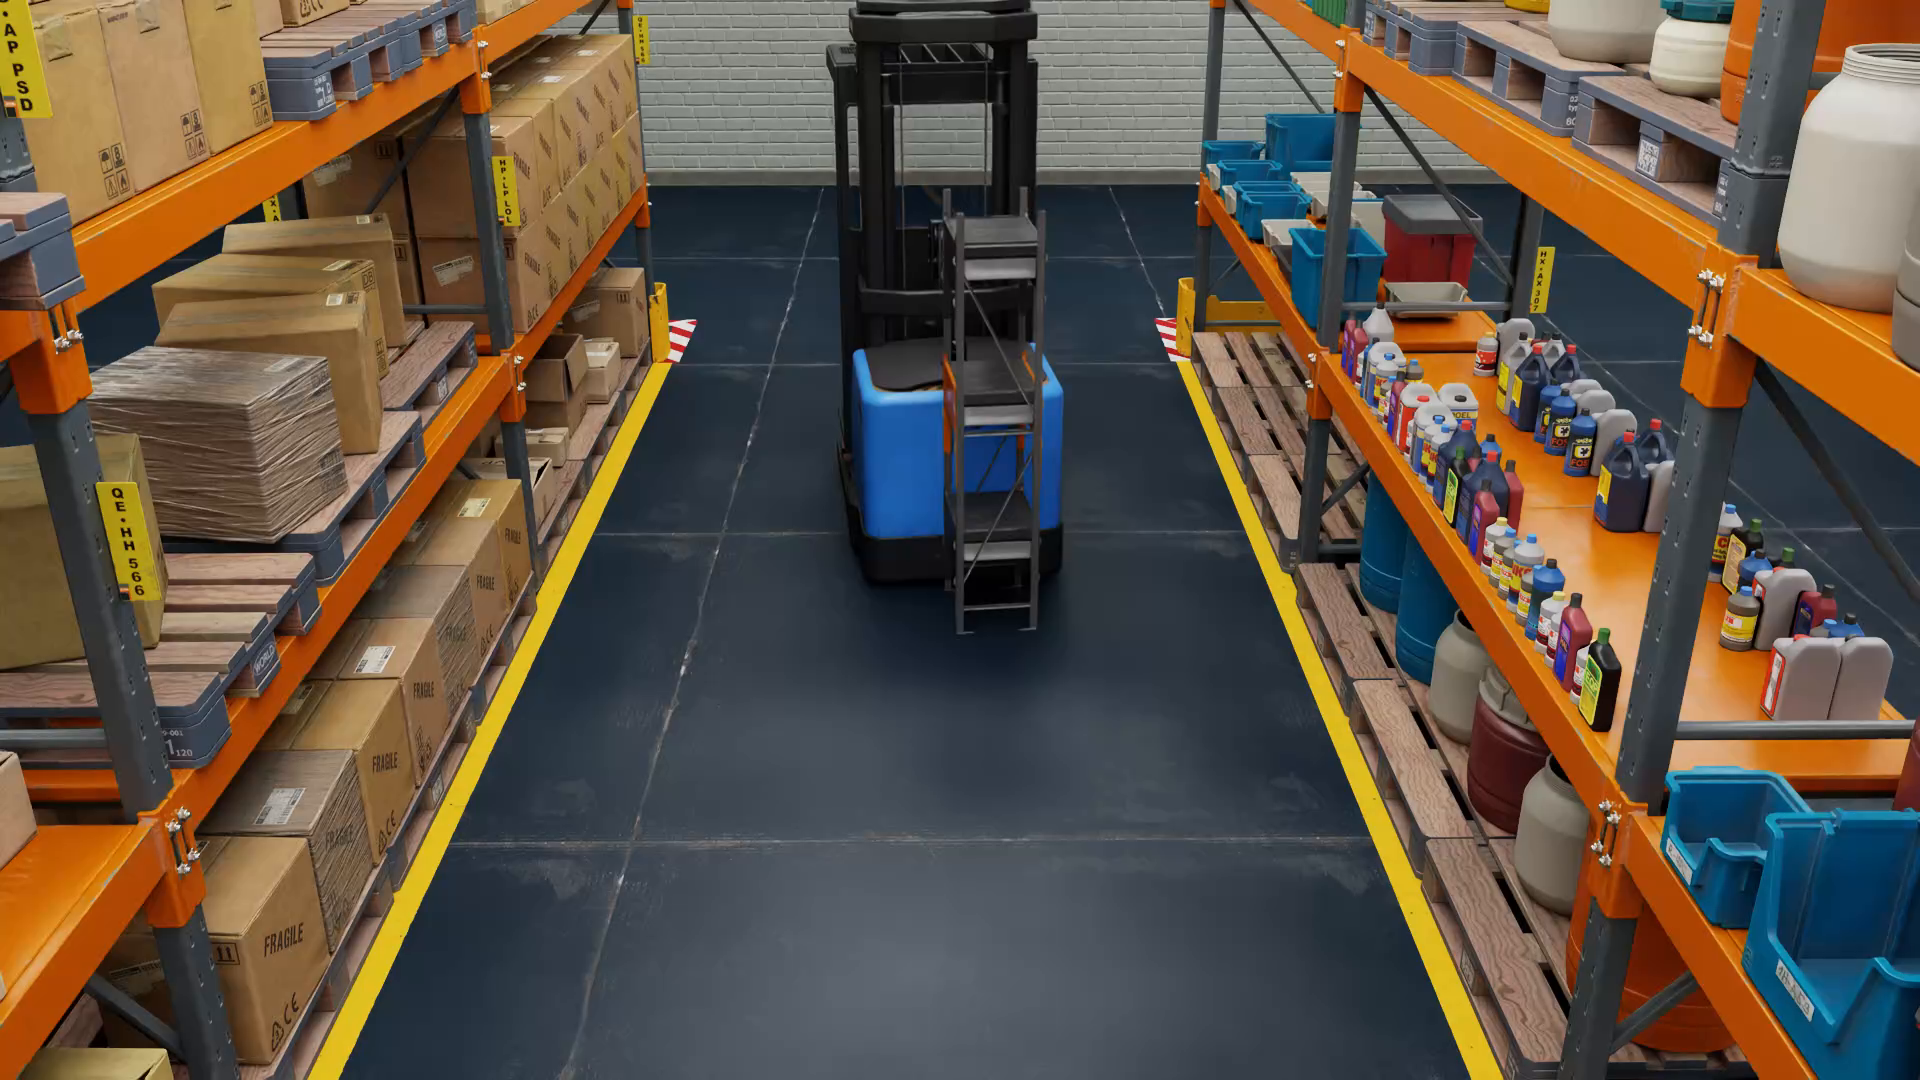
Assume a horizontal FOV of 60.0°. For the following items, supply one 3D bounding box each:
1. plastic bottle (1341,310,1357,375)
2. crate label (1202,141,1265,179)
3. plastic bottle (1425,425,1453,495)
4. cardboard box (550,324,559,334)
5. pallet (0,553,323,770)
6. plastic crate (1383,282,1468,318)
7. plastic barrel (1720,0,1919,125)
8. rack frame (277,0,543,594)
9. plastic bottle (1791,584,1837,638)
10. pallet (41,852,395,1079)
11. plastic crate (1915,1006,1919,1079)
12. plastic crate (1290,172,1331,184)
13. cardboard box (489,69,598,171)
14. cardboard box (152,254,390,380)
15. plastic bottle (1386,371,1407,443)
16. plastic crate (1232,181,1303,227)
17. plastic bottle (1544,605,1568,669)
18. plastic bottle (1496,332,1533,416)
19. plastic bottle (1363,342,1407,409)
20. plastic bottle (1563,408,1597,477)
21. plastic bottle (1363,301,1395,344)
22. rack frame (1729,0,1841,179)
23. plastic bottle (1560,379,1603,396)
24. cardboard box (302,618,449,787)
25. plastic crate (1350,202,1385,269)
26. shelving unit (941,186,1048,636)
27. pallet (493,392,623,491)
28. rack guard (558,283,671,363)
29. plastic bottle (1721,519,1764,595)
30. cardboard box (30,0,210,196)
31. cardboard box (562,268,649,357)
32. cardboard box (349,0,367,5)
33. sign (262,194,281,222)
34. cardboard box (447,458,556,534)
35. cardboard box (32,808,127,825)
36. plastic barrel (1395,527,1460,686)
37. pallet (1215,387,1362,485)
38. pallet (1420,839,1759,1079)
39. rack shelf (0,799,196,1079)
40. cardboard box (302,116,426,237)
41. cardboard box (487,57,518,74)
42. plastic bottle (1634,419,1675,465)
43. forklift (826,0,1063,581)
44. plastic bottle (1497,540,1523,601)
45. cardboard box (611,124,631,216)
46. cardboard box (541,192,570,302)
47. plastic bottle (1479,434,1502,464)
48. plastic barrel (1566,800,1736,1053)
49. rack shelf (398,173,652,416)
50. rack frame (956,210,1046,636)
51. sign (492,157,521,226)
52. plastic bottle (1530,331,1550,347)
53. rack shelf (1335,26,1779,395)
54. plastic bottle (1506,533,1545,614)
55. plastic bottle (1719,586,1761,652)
[{"bbox_3d":[1.838,-0.925,7.797,0.061,0.283,0.133,0,24,-1],"label":"plastic bottle"},{"bbox_3d":[1.890,-2.627,11.549,0.416,0.233,0.303,0,24,-1],"label":"crate label"},{"bbox_3d":[1.872,-0.315,6.463,0.097,0.271,0.097,0,24,0],"label":"plastic bottle"},{"bbox_3d":[-3.008,-1.275,11.232,0.500,0.250,0.500,0,24,-1],"label":"cardboard box"},{"bbox_3d":[-2.726,0.346,5.077,1.213,0.211,1.003,0,24,-1],"label":"pallet"},{"bbox_3d":[2.398,-1.231,8.579,0.396,0.136,0.243,0,24,-1],"label":"plastic crate"},{"bbox_3d":[2.301,-1.471,4.191,0.600,0.830,0.708,0,24,-1],"label":"plastic barrel"},{"bbox_3d":[-2.692,-1.110,8.065,1.000,3.000,0.127,0,24,-1],"label":"rack frame"},{"bbox_3d":[2.665,0.255,5.188,0.061,0.283,0.133,0,24,-1],"label":"plastic bottle"},{"bbox_3d":[-2.619,1.501,5.676,1.003,0.211,1.213,0,24,-1],"label":"pallet"},{"bbox_3d":[2.016,1.155,2.978,0.402,0.464,0.583,0,24,-1],"label":"plastic crate"},{"bbox_3d":[2.407,-2.351,11.056,0.396,0.136,0.243,0,24,-1],"label":"plastic crate"},{"bbox_3d":[-2.434,-2.444,9.680,0.500,0.500,0.500,0,24,1],"label":"cardboard box"},{"bbox_3d":[-2.840,-0.868,6.898,0.700,0.500,0.500,4,25,8],"label":"cardboard box"},{"bbox_3d":[1.848,-0.559,6.988,0.061,0.283,0.133,0,24,-1],"label":"plastic bottle"},{"bbox_3d":[1.905,-2.085,10.350,0.416,0.233,0.300,0,24,-1],"label":"plastic crate"},{"bbox_3d":[1.888,0.300,5.188,0.097,0.201,0.097,0,24,0],"label":"plastic bottle"},{"bbox_3d":[2.454,-0.731,7.286,0.144,0.351,0.185,0,24,-1],"label":"plastic bottle"},{"bbox_3d":[1.889,-0.731,7.378,0.152,0.276,0.135,0,24,-1],"label":"plastic bottle"},{"bbox_3d":[2.477,-0.394,6.637,0.097,0.271,0.097,0,24,0],"label":"plastic bottle"},{"bbox_3d":[1.941,-0.946,7.761,0.144,0.351,0.185,0,24,-1],"label":"plastic bottle"},{"bbox_3d":[2.304,-2.216,3.231,1.000,3.000,0.127,0,24,-1],"label":"rack frame"},{"bbox_3d":[2.598,-0.555,6.989,0.152,0.276,0.135,0,24,-1],"label":"plastic bottle"},{"bbox_3d":[-2.391,0.650,6.672,0.500,0.500,0.500,-1,24,-2],"label":"cardboard box"},{"bbox_3d":[2.428,-1.735,9.516,0.437,0.282,0.530,0,24,-1],"label":"plastic crate"},{"bbox_3d":[0.151,-0.598,8.024,0.431,2.100,0.503,-3,25,-7],"label":"shelving unit"},{"bbox_3d":[-2.715,-0.627,10.380,1.003,0.211,1.213,0,24,-1],"label":"pallet"},{"bbox_3d":[-2.735,-1.588,12.156,1.175,0.500,0.348,0,24,-1],"label":"rack guard"},{"bbox_3d":[2.659,0.049,5.643,0.061,0.283,0.133,0,24,-1],"label":"plastic bottle"},{"bbox_3d":[-2.693,-1.264,4.644,0.910,0.500,0.500,0,24,-1],"label":"cardboard box"},{"bbox_3d":[-2.484,-1.597,11.641,0.500,0.500,0.500,0,24,-1],"label":"cardboard box"},{"bbox_3d":[-2.761,-2.552,6.860,0.600,0.600,0.600,-3,24,-6],"label":"cardboard box"},{"bbox_3d":[-3.235,-1.499,7.875,0.100,0.325,0.005,0,24,-1],"label":"sign"},{"bbox_3d":[-2.481,-0.260,8.913,0.500,0.311,0.500,0,24,-1],"label":"cardboard box"},{"bbox_3d":[-2.899,0.727,5.592,0.500,0.250,0.500,1,24,1],"label":"cardboard box"},{"bbox_3d":[2.257,0.150,7.316,0.600,0.901,0.708,0,24,-1],"label":"plastic barrel"},{"bbox_3d":[2.198,-0.667,10.470,1.003,0.211,1.213,0,24,-1],"label":"pallet"},{"bbox_3d":[2.254,1.463,5.759,1.003,0.211,1.213,0,24,-1],"label":"pallet"},{"bbox_3d":[-2.627,1.690,2.747,1.077,0.370,4.000,0,24,-1],"label":"rack shelf"},{"bbox_3d":[-2.957,-1.819,8.297,0.500,0.500,0.500,0,24,0],"label":"cardboard box"},{"bbox_3d":[-2.981,-2.654,10.144,0.500,0.500,0.500,0,24,0],"label":"cardboard box"},{"bbox_3d":[2.610,-0.278,6.284,0.144,0.351,0.185,0,24,-1],"label":"plastic bottle"},{"bbox_3d":[-0.161,-1.700,9.451,1.130,2.935,3.031,-3,25,-7],"label":"forklift"},{"bbox_3d":[1.882,0.100,5.631,0.097,0.201,0.097,0,24,0],"label":"plastic bottle"},{"bbox_3d":[-2.450,-2.407,10.811,0.500,0.500,0.500,0,24,0],"label":"cardboard box"},{"bbox_3d":[-2.434,-1.578,8.978,0.500,0.500,0.500,0,24,0],"label":"cardboard box"},{"bbox_3d":[2.018,-0.276,6.375,0.097,0.271,0.097,0,24,0],"label":"plastic bottle"},{"bbox_3d":[2.282,1.113,5.273,0.600,0.830,0.708,0,24,-1],"label":"plastic barrel"},{"bbox_3d":[-2.714,-1.607,10.036,1.077,0.370,4.000,0,24,-1],"label":"rack shelf"},{"bbox_3d":[0.182,-0.498,7.803,0.400,2.100,0.015,-3,25,-7],"label":"rack frame"},{"bbox_3d":[-2.138,-1.642,7.836,0.100,0.325,0.005,0,24,-1],"label":"sign"},{"bbox_3d":[2.636,-0.822,7.569,0.061,0.283,0.133,0,24,-1],"label":"plastic bottle"},{"bbox_3d":[2.282,-1.346,5.819,1.077,0.370,4.000,0,24,-1],"label":"rack shelf"},{"bbox_3d":[1.884,0.108,5.528,0.097,0.271,0.097,0,24,0],"label":"plastic bottle"},{"bbox_3d":[2.493,0.245,5.309,0.097,0.201,0.097,0,24,0],"label":"plastic bottle"}]
